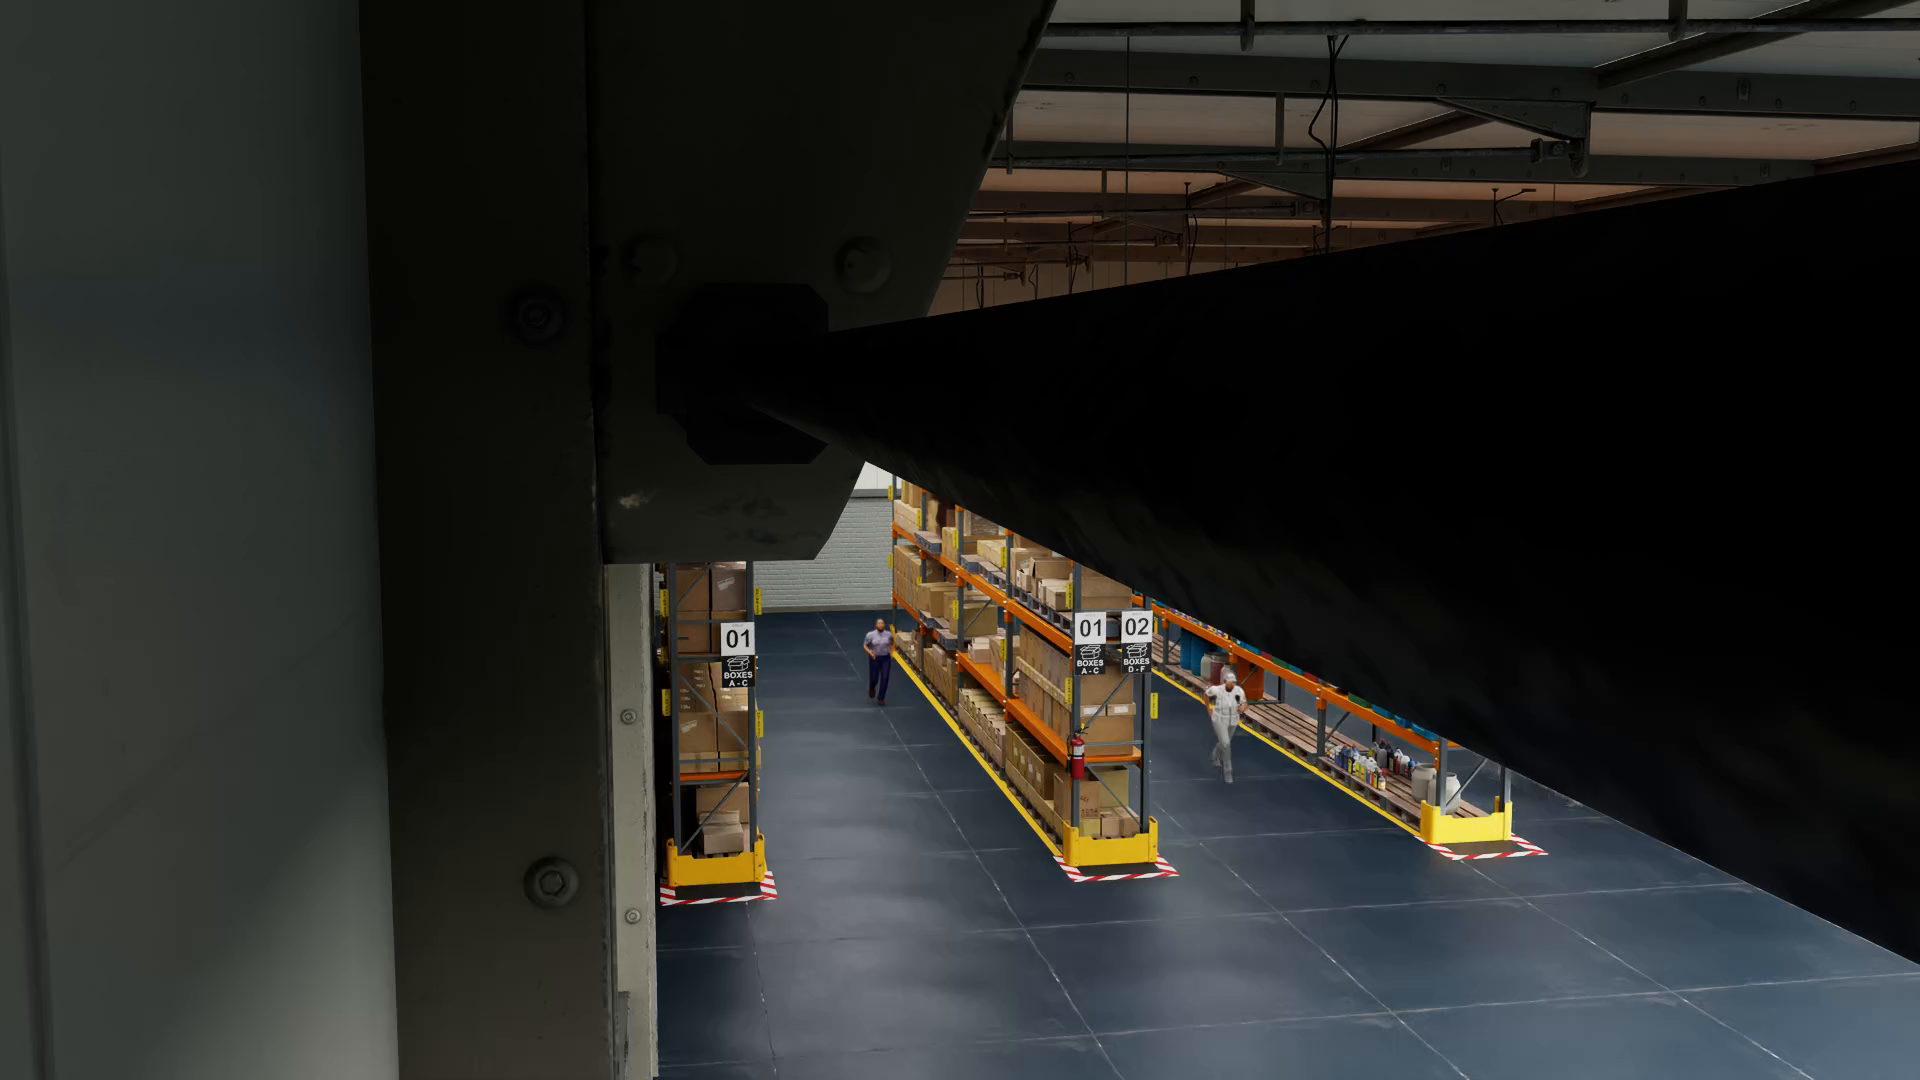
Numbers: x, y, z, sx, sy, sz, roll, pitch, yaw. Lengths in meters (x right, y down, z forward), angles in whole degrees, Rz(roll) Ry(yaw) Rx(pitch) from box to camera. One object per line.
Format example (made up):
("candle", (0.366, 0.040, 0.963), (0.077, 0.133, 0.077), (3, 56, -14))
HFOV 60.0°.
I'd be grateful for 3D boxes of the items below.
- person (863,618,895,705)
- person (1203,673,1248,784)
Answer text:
("person", (-1.478, 2.234, 30.674), (0.595, 1.579, 0.561), (-1, 6, -14))
("person", (4.019, 2.804, 25.283), (0.604, 1.680, 0.916), (-2, 6, -15))
